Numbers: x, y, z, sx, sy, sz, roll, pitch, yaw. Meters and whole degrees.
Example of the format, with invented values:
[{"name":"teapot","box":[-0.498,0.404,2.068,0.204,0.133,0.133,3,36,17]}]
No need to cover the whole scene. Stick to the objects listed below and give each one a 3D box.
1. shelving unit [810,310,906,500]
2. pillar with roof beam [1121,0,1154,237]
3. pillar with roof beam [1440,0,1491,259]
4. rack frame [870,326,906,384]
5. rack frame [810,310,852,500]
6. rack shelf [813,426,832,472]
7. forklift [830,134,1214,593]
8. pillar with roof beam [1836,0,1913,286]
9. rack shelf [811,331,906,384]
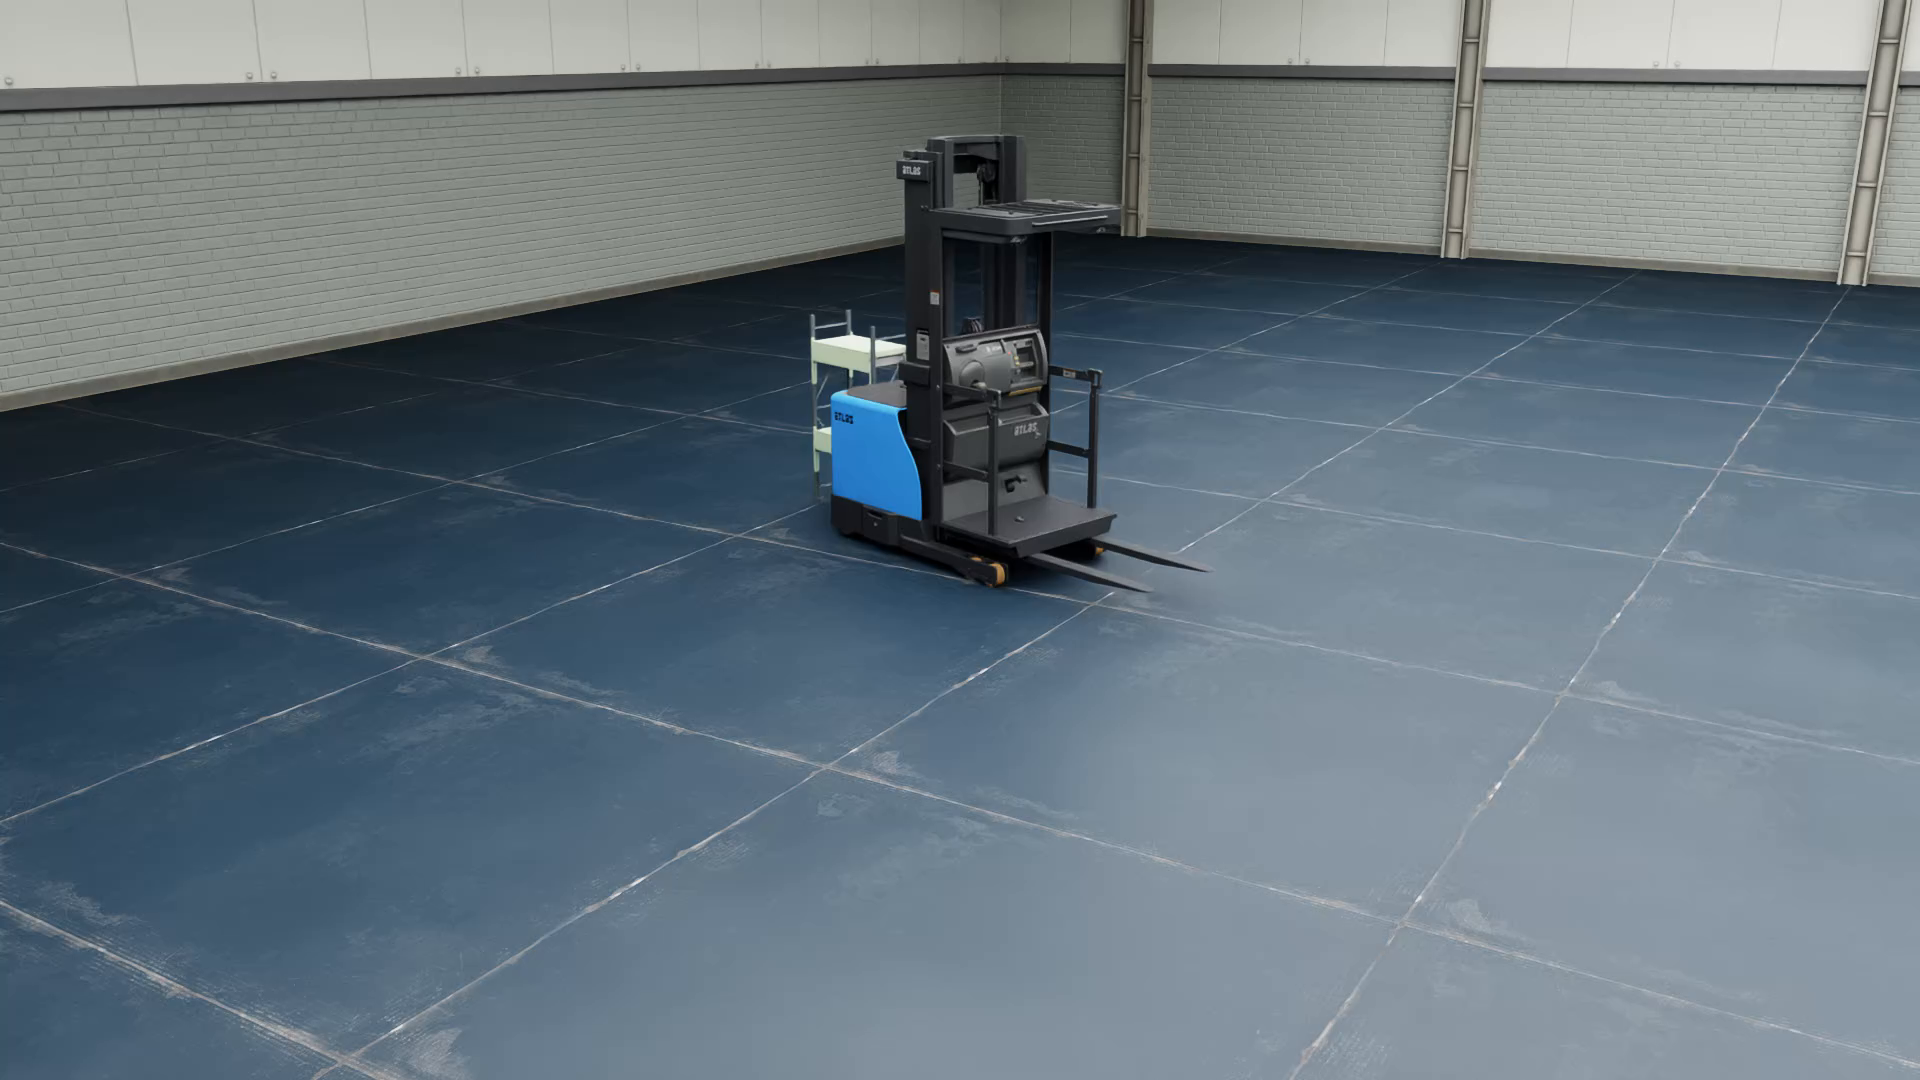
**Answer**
[{"name":"shelving unit","box":[-0.775,-1.004,13.107,0.431,1.500,0.755,-15,23,-41]},{"name":"pillar with roof beam","box":[0.998,-8.935,26.313,0.400,9.000,9.100,10,20,30]},{"name":"pillar with roof beam","box":[6.111,-8.022,23.308,0.400,9.000,9.100,10,20,30]},{"name":"rack frame","box":[-0.524,-0.927,12.851,0.400,1.500,0.023,-15,23,-41]},{"name":"rack frame","box":[-1.025,-1.082,13.362,0.400,1.500,0.023,-15,23,-41]},{"name":"rack shelf","box":[-0.775,-0.692,13.201,0.431,0.370,0.720,-15,23,-41]},{"name":"forklift","box":[0.402,-1.248,11.446,1.130,2.935,3.031,-15,23,-41]},{"name":"pillar with roof beam","box":[11.224,-7.110,20.304,0.400,9.000,9.100,10,20,30]},{"name":"rack shelf","box":[-0.775,-1.378,12.993,0.431,0.370,0.720,-15,23,-41]}]
